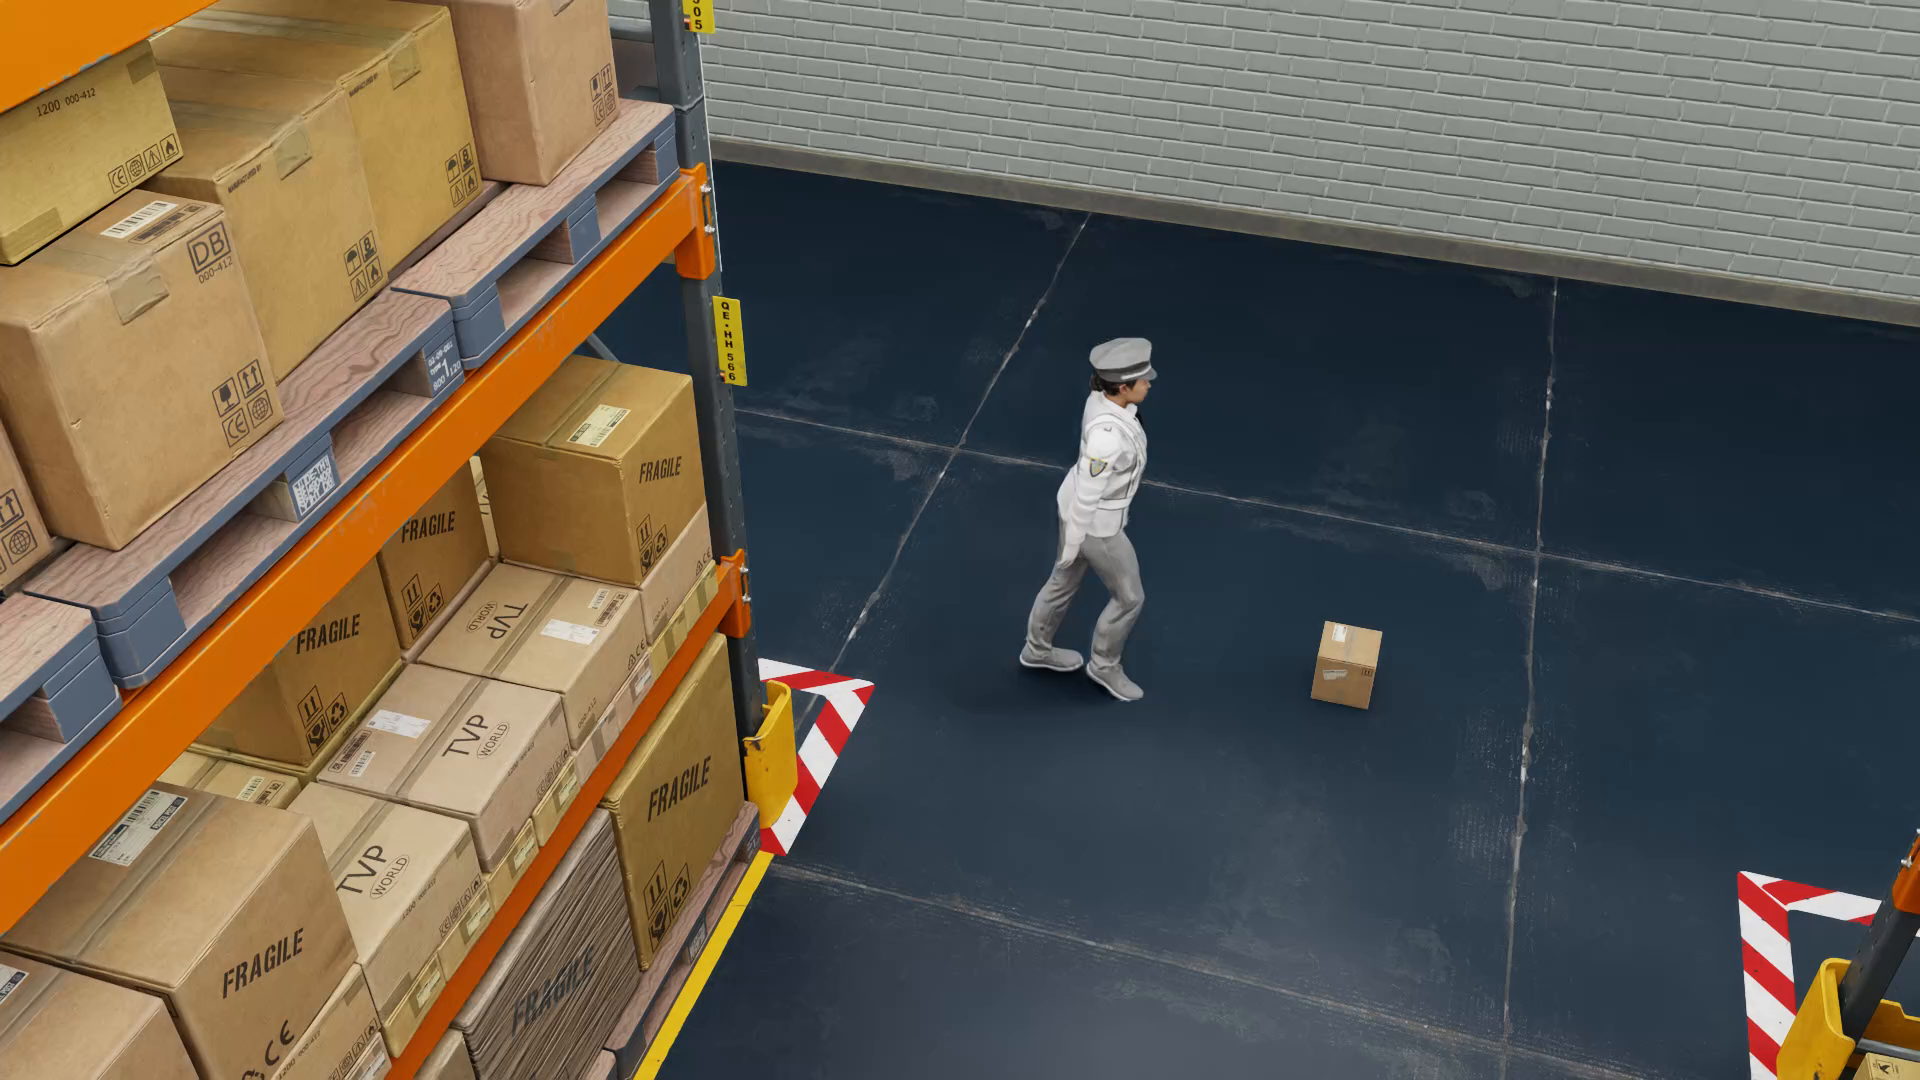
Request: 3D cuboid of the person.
[{"bbox_3d":[0.537,-0.074,7.000,0.542,1.710,0.474,-1,37,-2],"label":"person"}]
